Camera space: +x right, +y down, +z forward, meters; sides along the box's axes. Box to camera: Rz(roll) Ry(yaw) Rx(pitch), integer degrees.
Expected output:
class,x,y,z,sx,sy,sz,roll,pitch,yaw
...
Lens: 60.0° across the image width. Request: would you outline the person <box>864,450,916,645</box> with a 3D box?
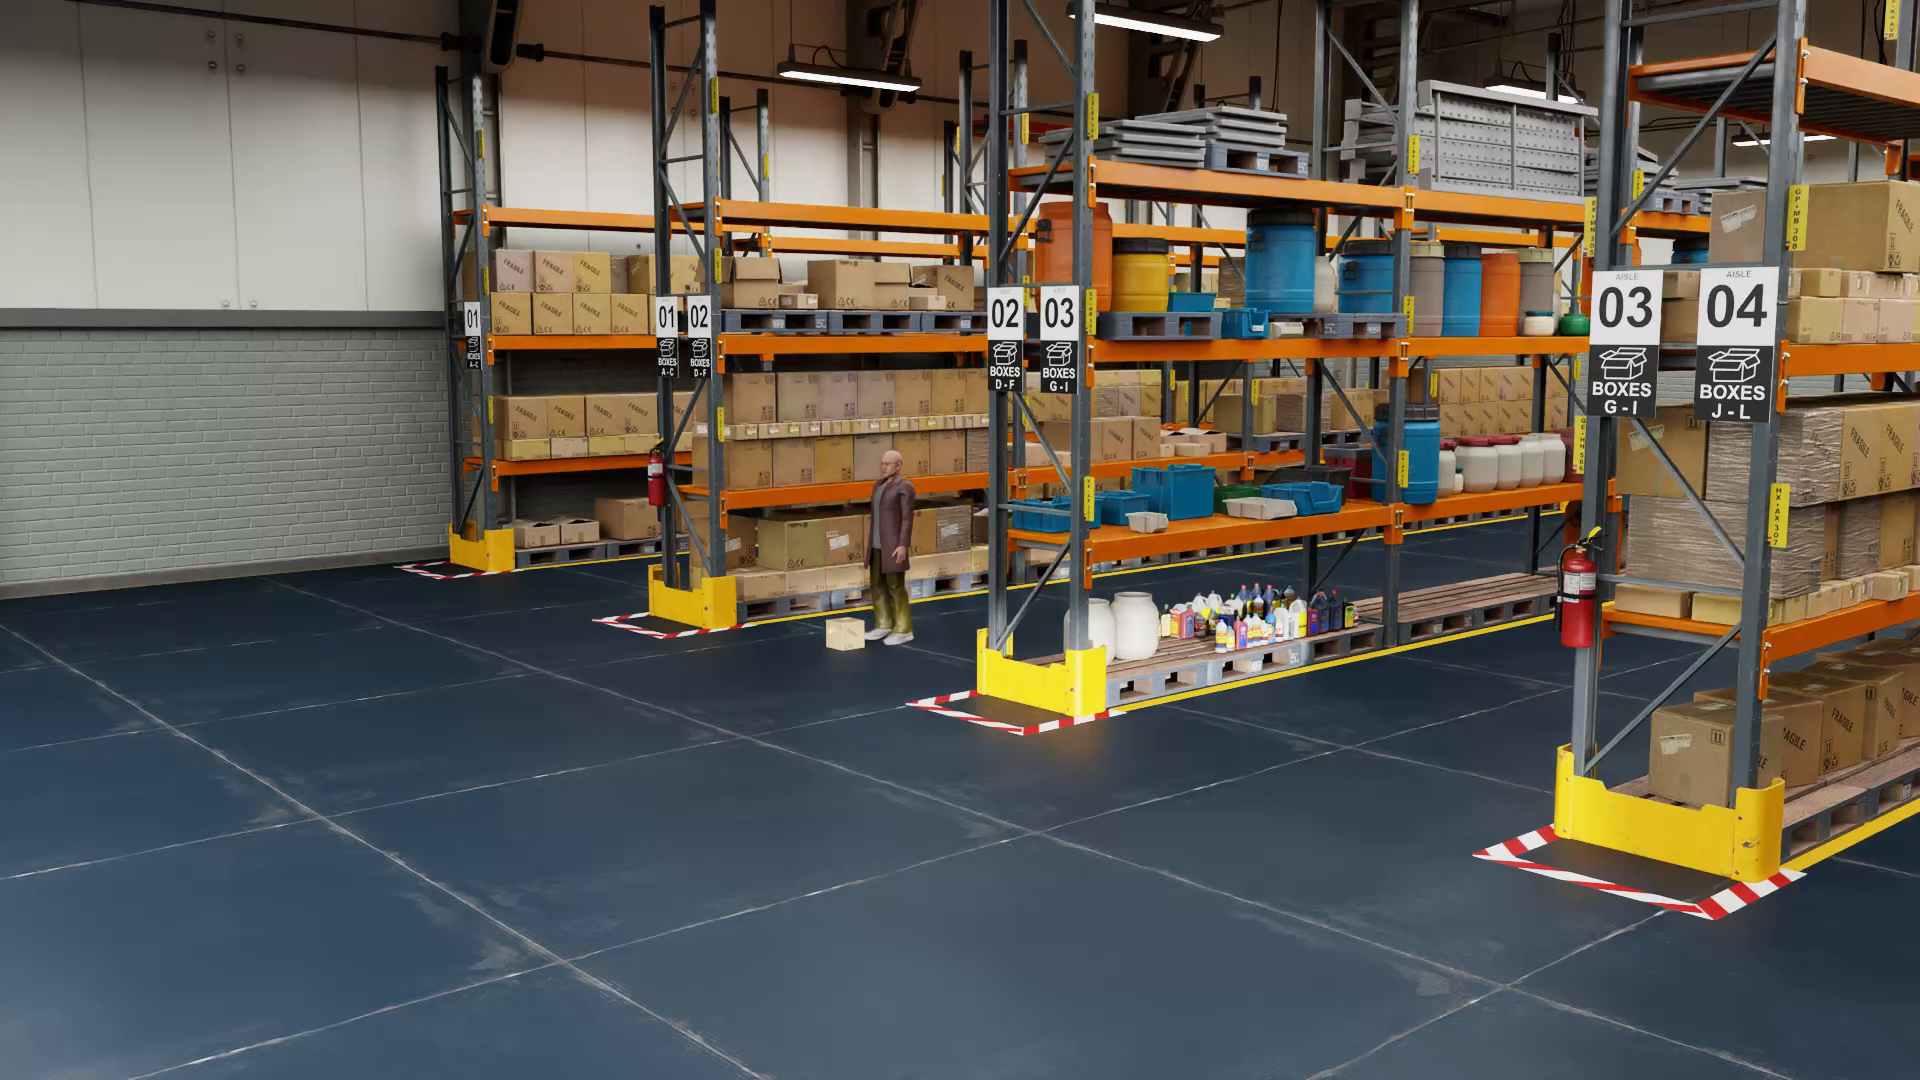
class,x,y,z,sx,sy,sz,roll,pitch,yaw
person,-0.653,0.064,15.392,0.402,1.788,0.561,-6,9,-39
